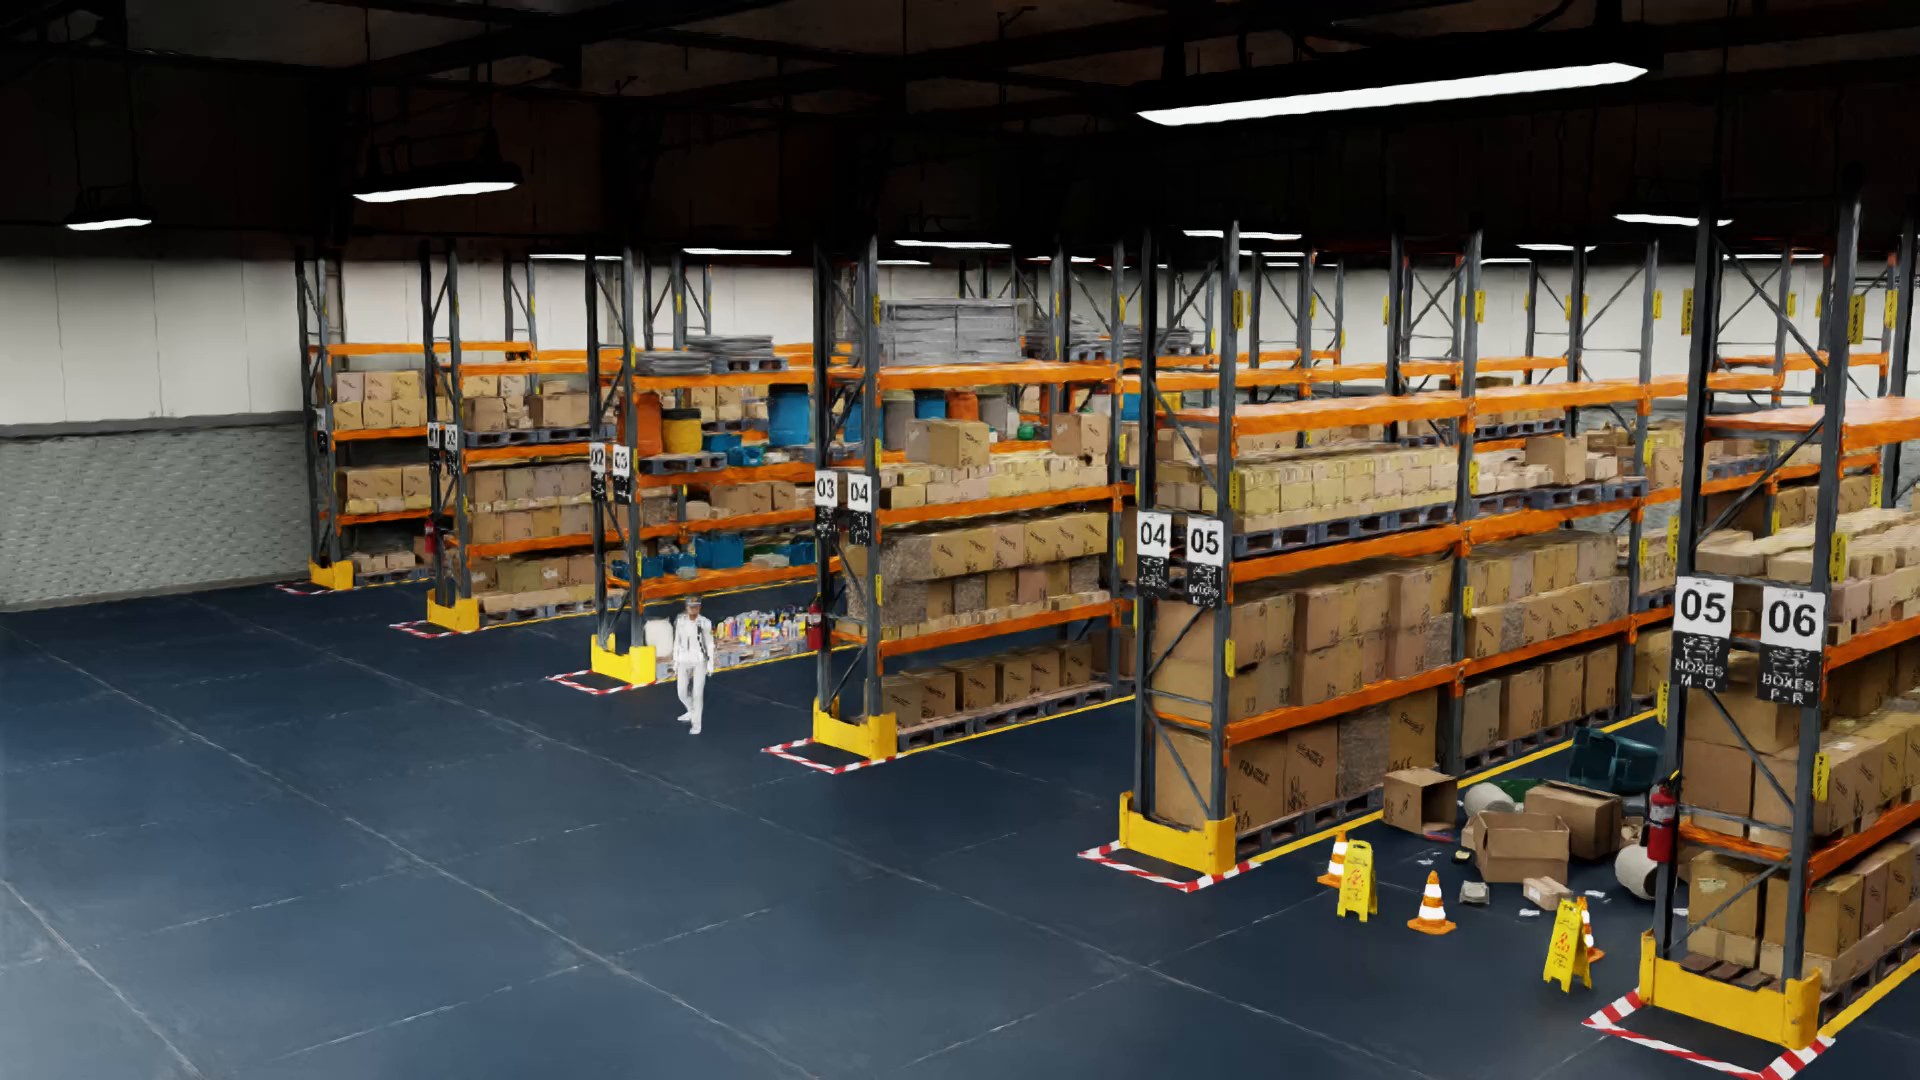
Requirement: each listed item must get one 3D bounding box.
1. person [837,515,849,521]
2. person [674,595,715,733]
[{"bbox_3d":[-2.531,-0.874,35.573,0.445,1.657,0.576,4,9,27],"label":"person"},{"bbox_3d":[-3.167,1.445,19.882,0.527,1.665,0.535,2,9,11],"label":"person"}]
